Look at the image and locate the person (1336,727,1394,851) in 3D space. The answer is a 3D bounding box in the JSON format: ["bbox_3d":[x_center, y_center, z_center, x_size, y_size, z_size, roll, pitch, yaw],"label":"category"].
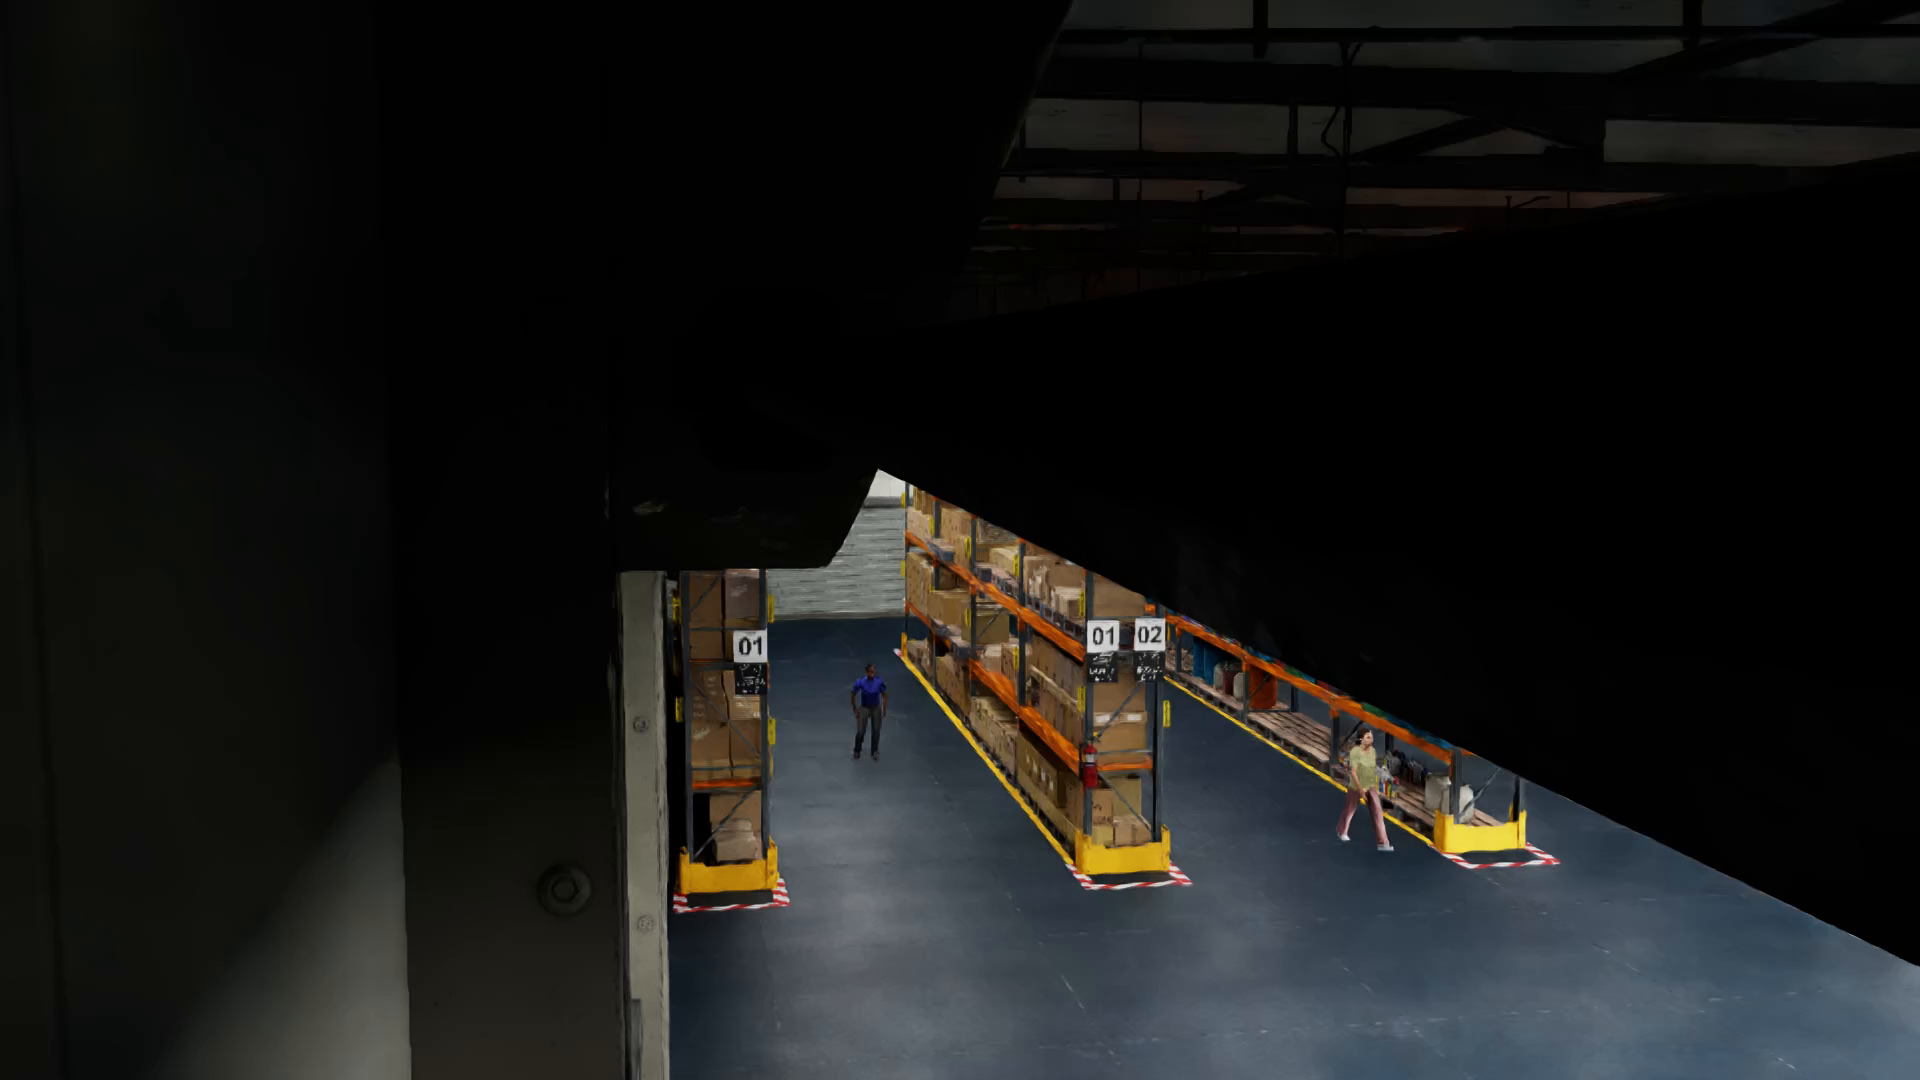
[{"bbox_3d":[5.307,3.251,21.900,0.446,1.601,1.018,-2,6,-18],"label":"person"}]

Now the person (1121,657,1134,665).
[{"bbox_3d":[3.212,2.099,32.659,0.682,1.715,0.536,-1,6,-12],"label":"person"}]

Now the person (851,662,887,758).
[{"bbox_3d":[-1.474,2.751,26.929,0.592,1.604,0.518,-1,6,-13],"label":"person"}]
